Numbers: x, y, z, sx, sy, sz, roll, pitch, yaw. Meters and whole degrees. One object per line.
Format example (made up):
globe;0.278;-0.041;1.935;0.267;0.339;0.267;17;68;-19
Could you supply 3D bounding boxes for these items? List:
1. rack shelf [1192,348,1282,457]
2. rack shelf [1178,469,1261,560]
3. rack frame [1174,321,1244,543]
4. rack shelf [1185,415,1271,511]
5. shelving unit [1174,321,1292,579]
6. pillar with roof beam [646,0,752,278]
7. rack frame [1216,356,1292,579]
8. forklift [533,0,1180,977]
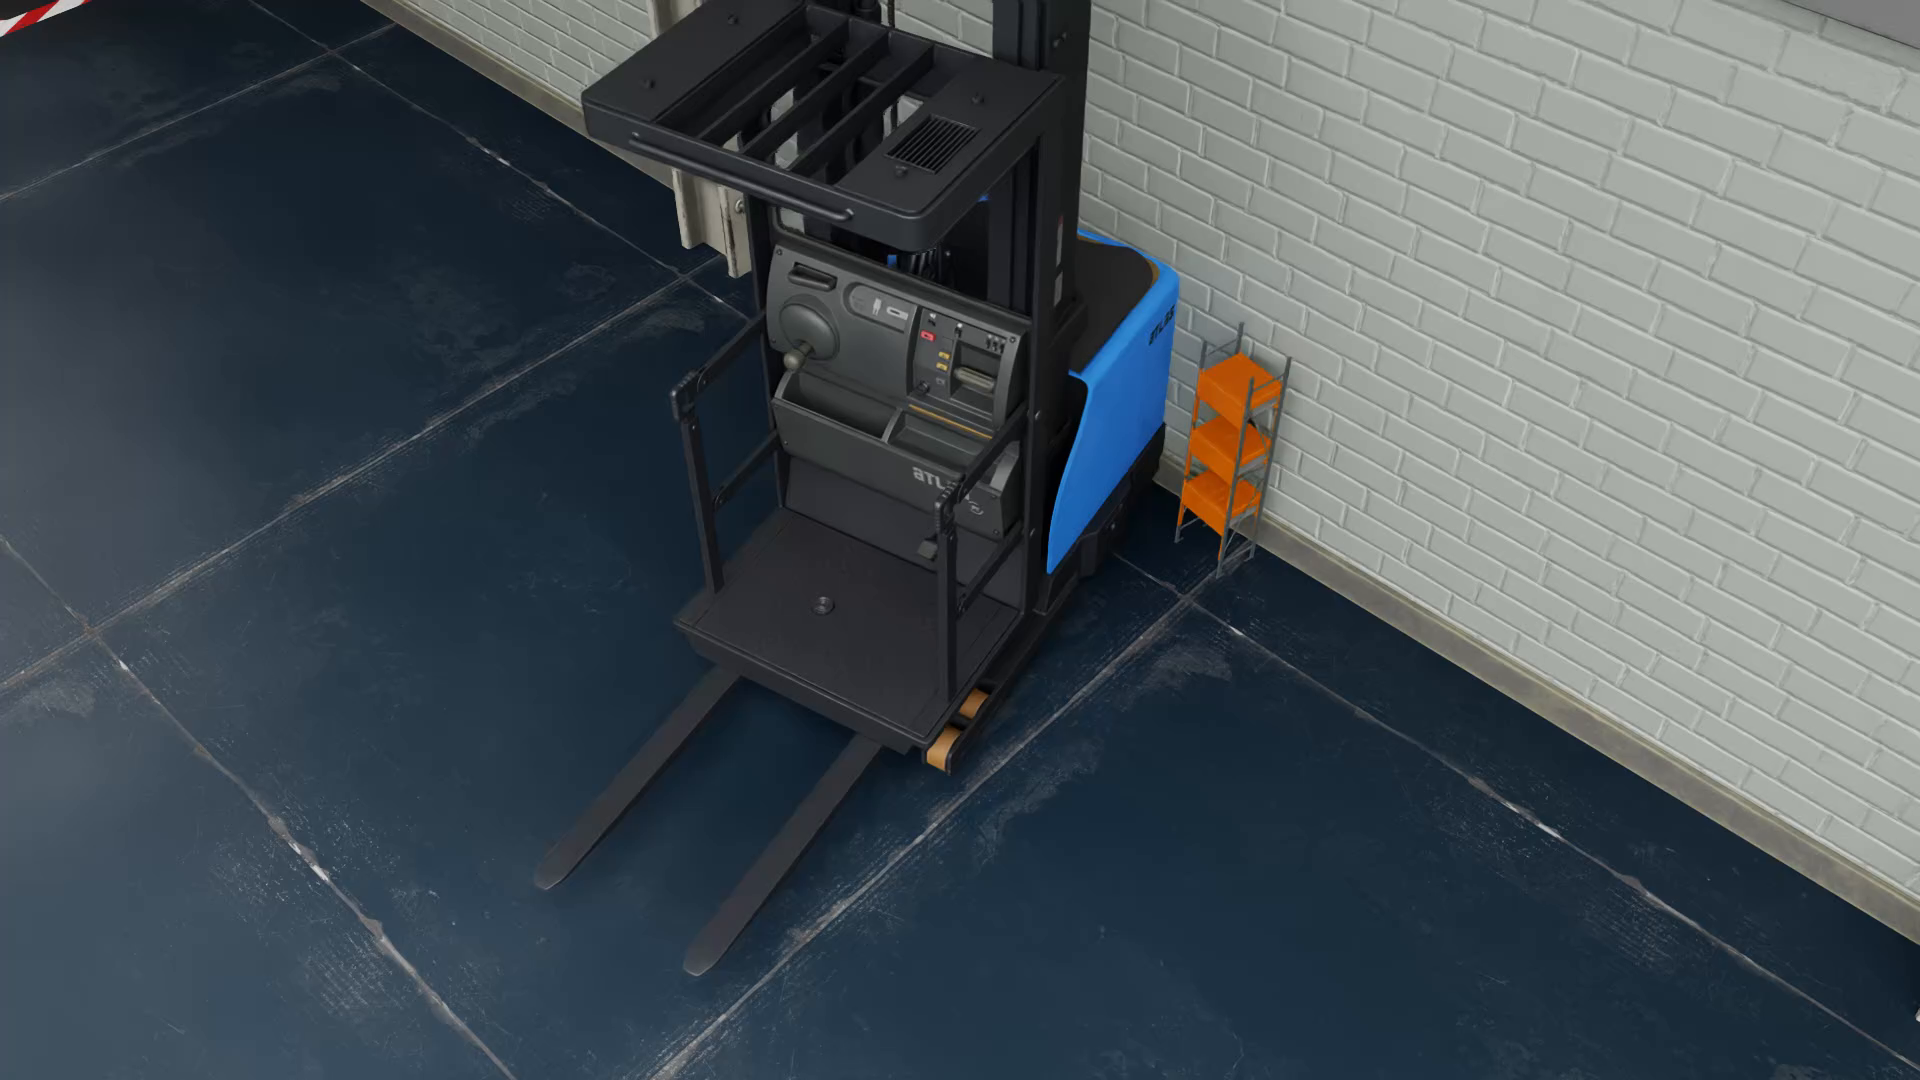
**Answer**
rack shelf;1.027;-0.508;6.132;0.215;0.259;0.240;-29;53;-25
rack shelf;1.025;-0.123;6.540;0.215;0.259;0.240;-29;53;-25
rack frame;0.952;-0.392;6.397;0.200;1.050;0.008;-29;53;-25
rack shelf;1.026;-0.314;6.338;0.215;0.259;0.240;-29;53;-25
shelving unit;1.026;-0.321;6.330;0.215;1.050;0.252;-29;53;-25
pillar with roof beam;-4.028;-2.197;2.640;0.400;9.000;9.100;34;55;28
rack frame;1.099;-0.250;6.264;0.200;1.050;0.008;-29;53;-25
forklift;-0.334;-0.566;5.271;1.130;2.935;3.031;23;51;20
